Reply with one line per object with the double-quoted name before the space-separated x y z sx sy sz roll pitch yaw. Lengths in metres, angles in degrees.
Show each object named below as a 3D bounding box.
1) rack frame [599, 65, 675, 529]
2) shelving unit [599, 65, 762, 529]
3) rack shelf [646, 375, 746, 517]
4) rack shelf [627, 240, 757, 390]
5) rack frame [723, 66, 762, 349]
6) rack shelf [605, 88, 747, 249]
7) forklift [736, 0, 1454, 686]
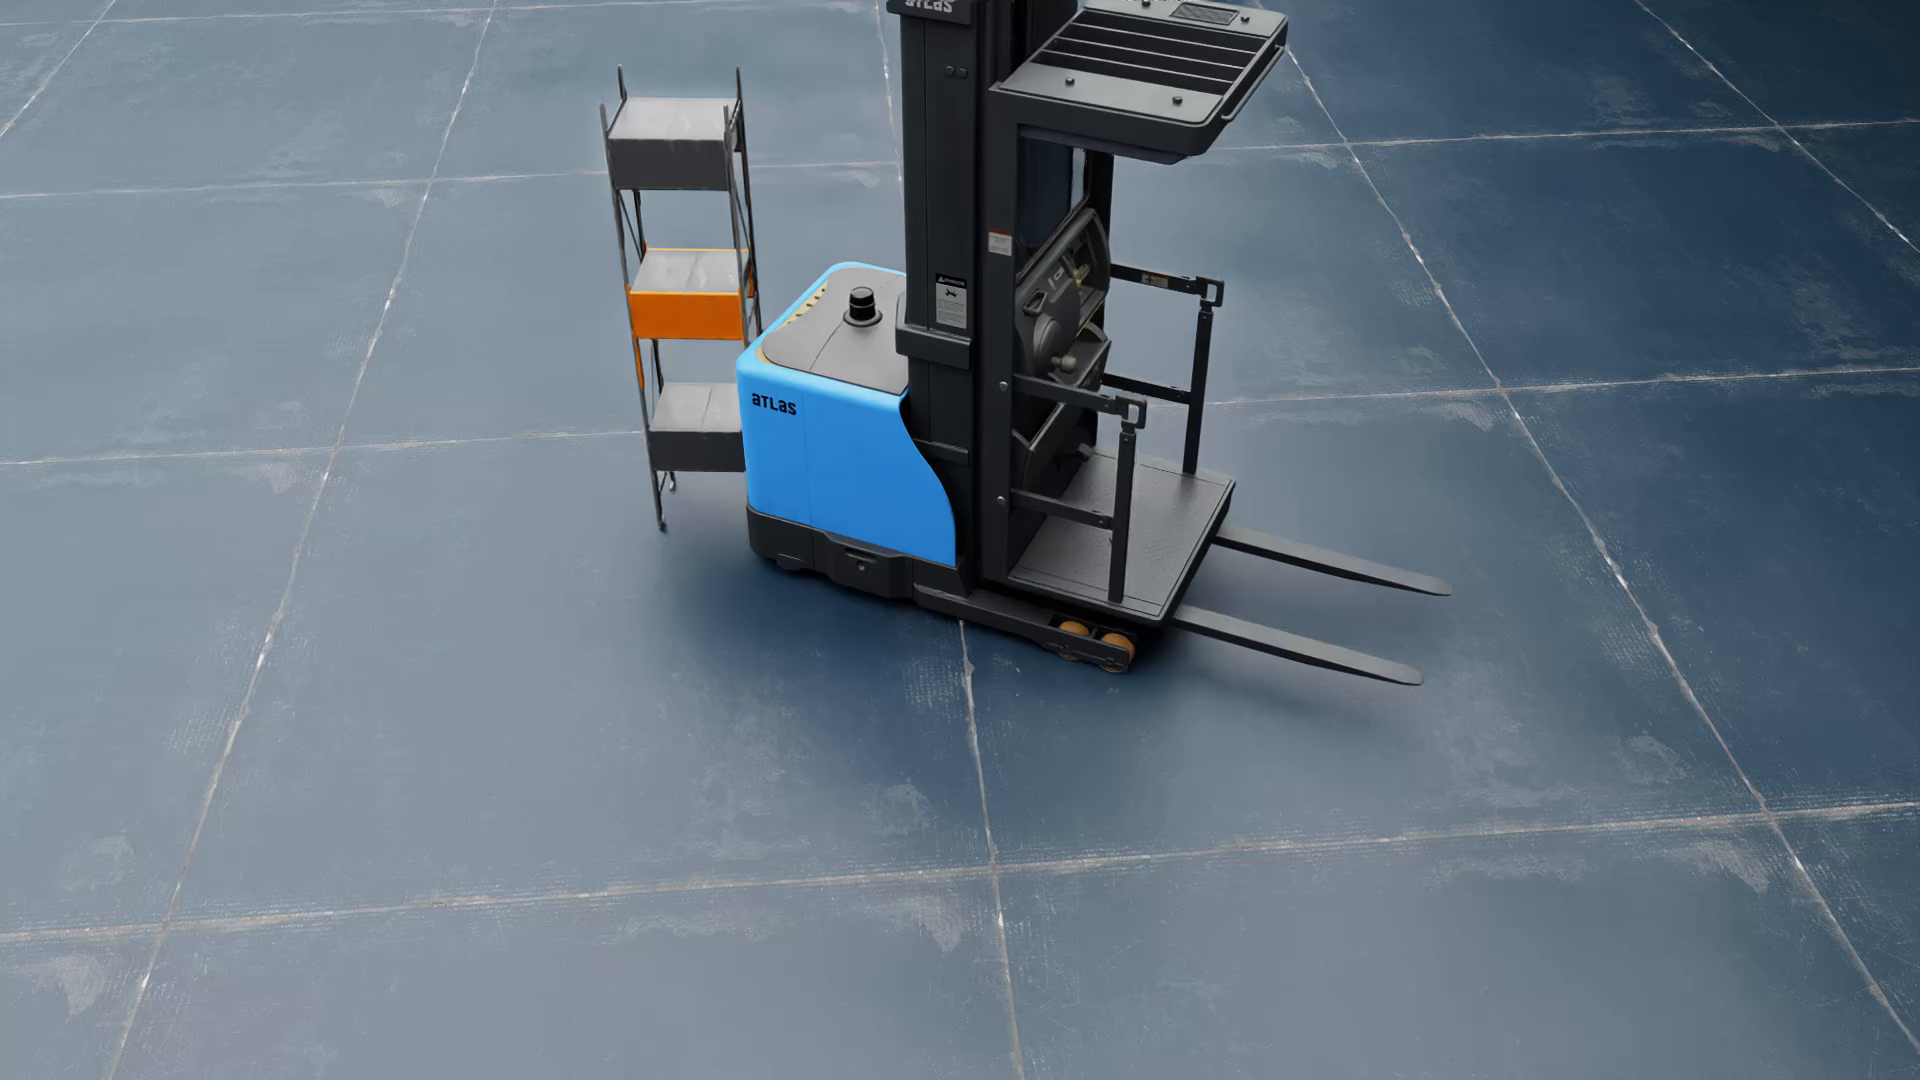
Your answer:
"rack frame" -1.404 -1.003 7.323 0.015 2.100 0.400 1 38 1
"shelving unit" -1.160 -0.998 7.318 0.503 2.100 0.431 1 38 1
"rack shelf" -1.160 -0.435 7.756 0.480 0.518 0.431 1 38 1
"rack shelf" -1.160 -0.987 7.326 0.480 0.518 0.431 1 38 1
"rack frame" -0.916 -0.994 7.312 0.015 2.100 0.400 1 38 1
"rack shelf" -1.160 -1.540 6.896 0.480 0.518 0.431 1 38 1
"forklift" 0.600 -0.966 6.608 3.031 2.935 1.130 15 41 19
